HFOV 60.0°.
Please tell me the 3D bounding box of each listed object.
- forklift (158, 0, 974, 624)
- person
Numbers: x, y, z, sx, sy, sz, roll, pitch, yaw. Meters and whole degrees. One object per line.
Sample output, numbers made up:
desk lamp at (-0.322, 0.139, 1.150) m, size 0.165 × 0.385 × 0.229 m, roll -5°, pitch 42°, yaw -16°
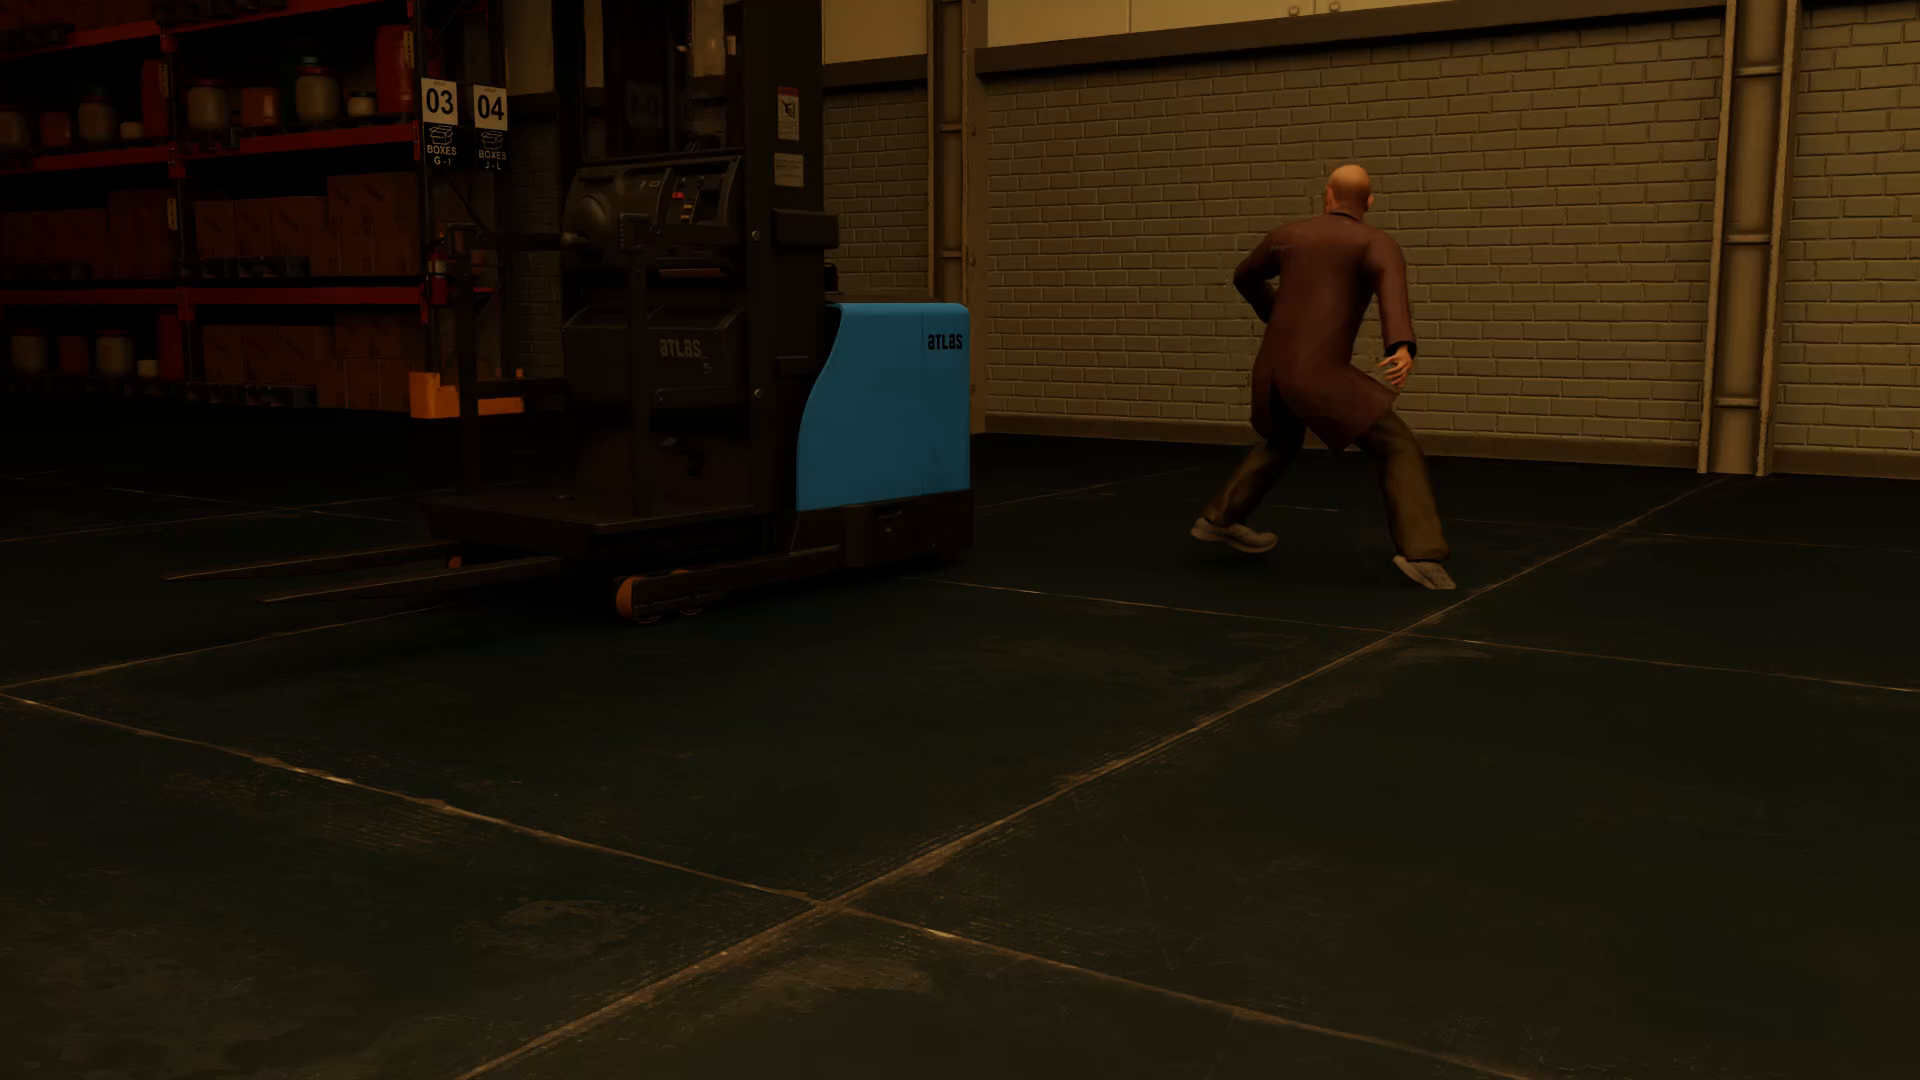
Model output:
forklift at (-1.277, -1.246, 5.954) m, size 1.130 × 2.935 × 3.031 m, roll 7°, pitch 11°, yaw 40°
person at (1.473, -0.601, 6.556) m, size 0.602 × 1.739 × 1.144 m, roll -5°, pitch 10°, yaw -32°
